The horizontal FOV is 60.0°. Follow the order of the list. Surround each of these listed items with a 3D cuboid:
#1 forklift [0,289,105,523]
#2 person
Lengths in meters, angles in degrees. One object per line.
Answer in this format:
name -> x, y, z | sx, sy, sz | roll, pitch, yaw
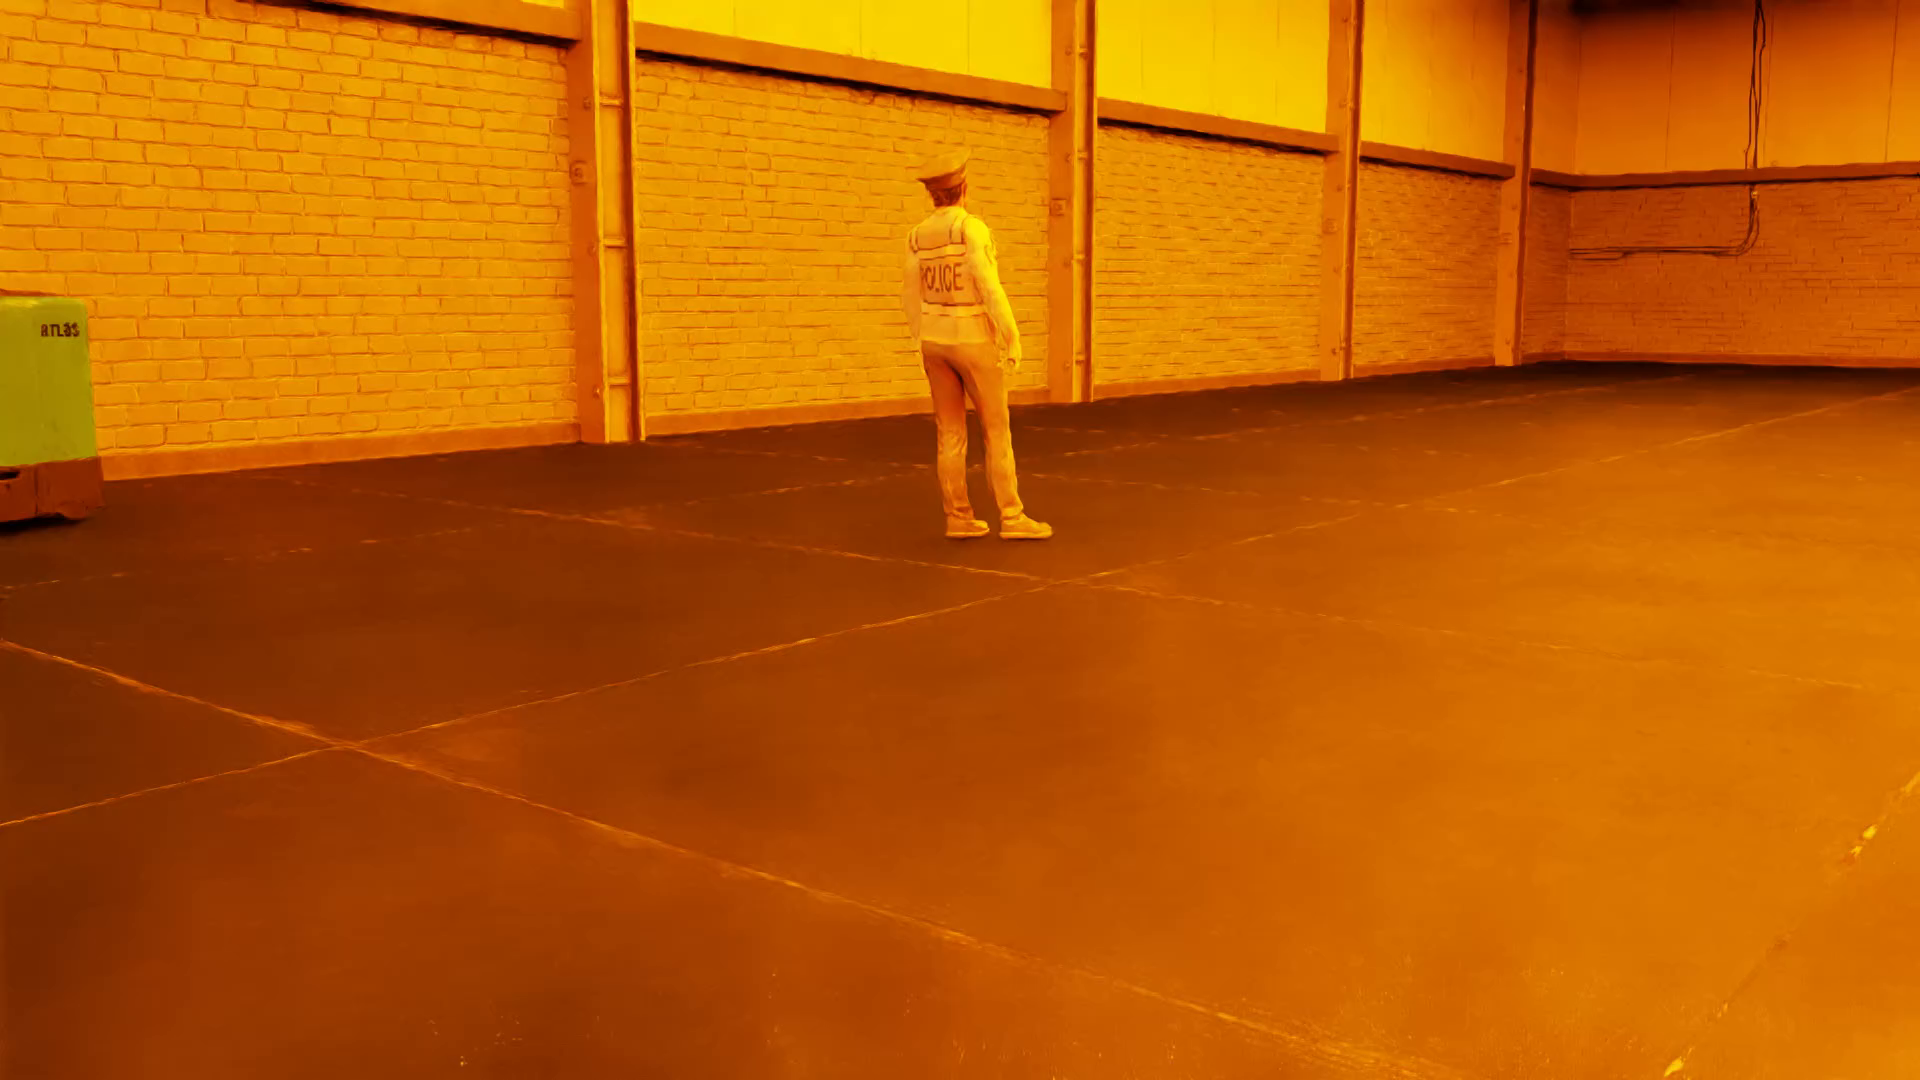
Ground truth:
forklift -> -5.093, -1.368, 6.632 | 1.130, 2.935, 3.031 | 3, 9, 19
person -> 0.048, -0.853, 7.329 | 0.586, 1.695, 0.533 | 7, 11, 38
